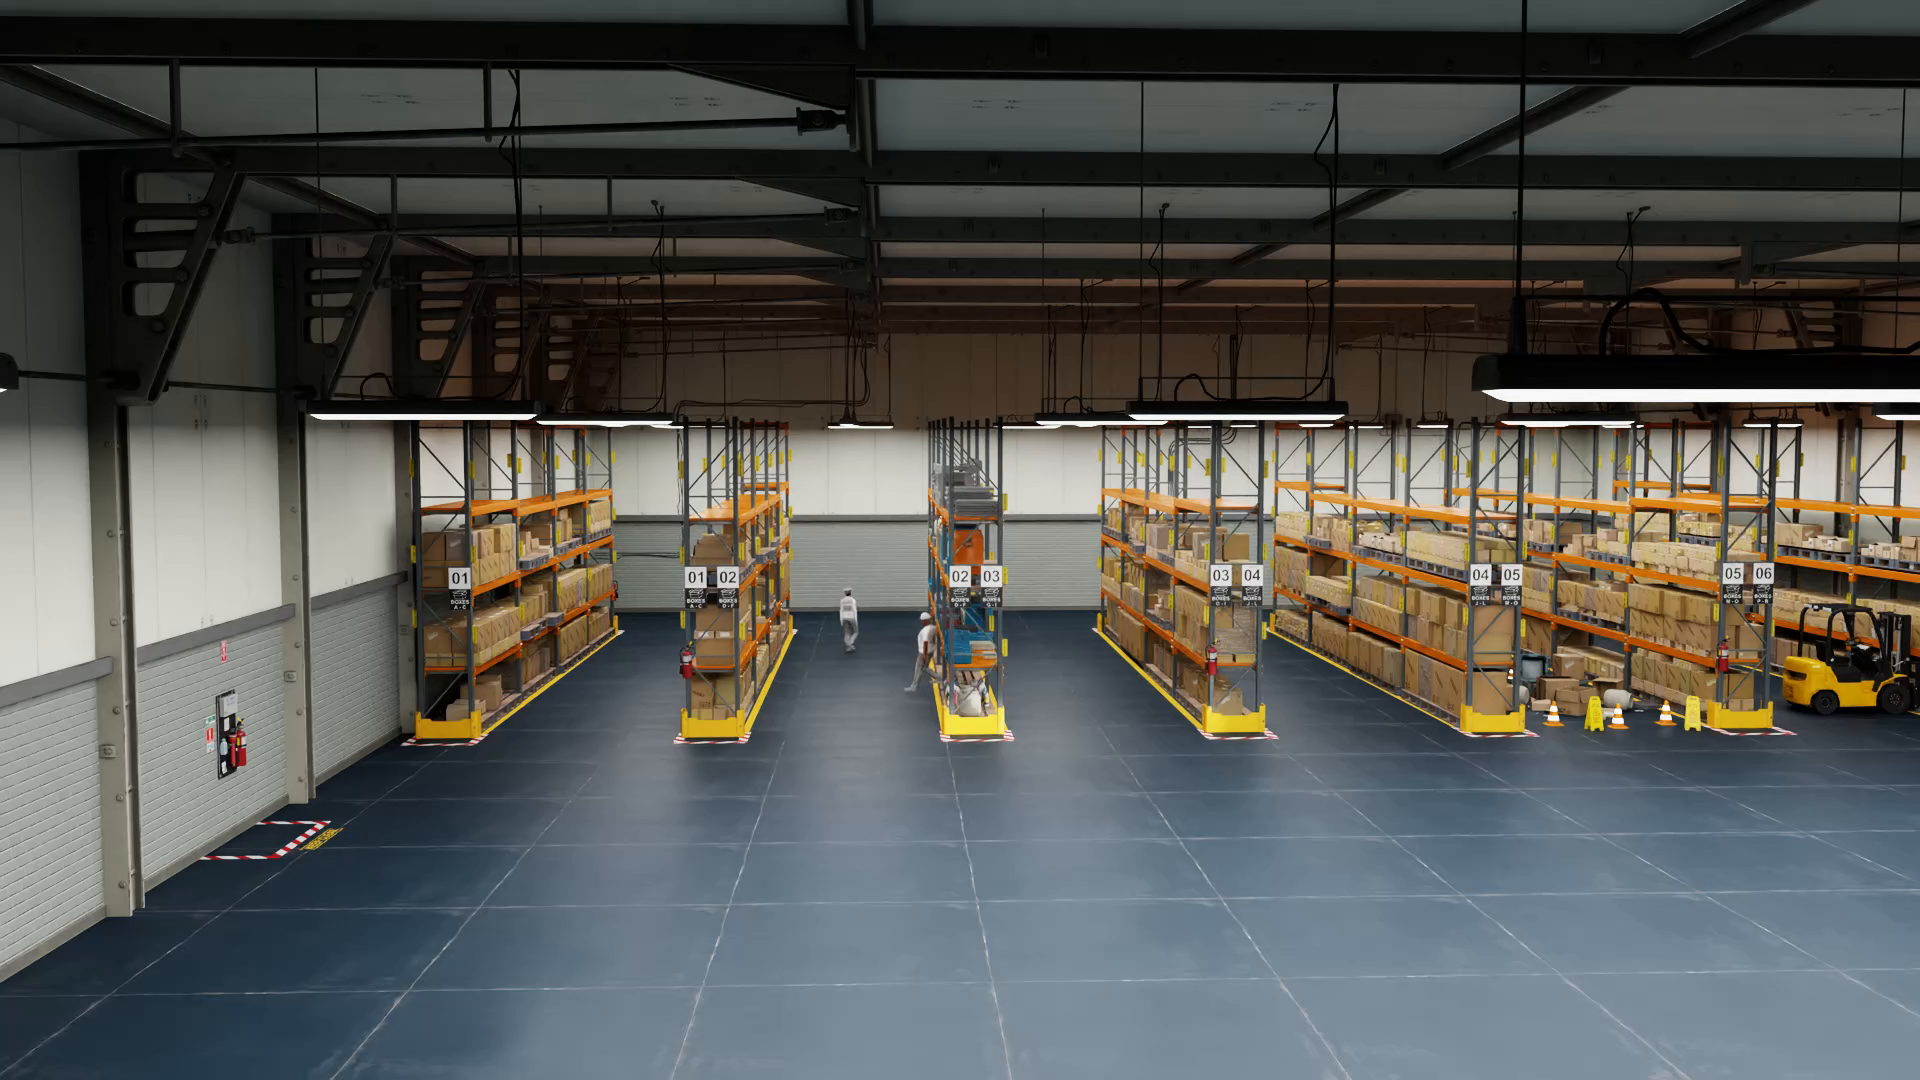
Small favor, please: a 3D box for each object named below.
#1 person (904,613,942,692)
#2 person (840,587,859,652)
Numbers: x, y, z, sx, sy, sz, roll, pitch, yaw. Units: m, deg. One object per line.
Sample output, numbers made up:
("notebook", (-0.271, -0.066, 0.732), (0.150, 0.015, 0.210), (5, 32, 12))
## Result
("person", (-0.784, 2.460, 36.510), (0.819, 1.750, 0.618), (1, 4, 22))
("person", (-2.901, 2.075, 43.120), (0.513, 1.673, 0.470), (2, 4, 24))
